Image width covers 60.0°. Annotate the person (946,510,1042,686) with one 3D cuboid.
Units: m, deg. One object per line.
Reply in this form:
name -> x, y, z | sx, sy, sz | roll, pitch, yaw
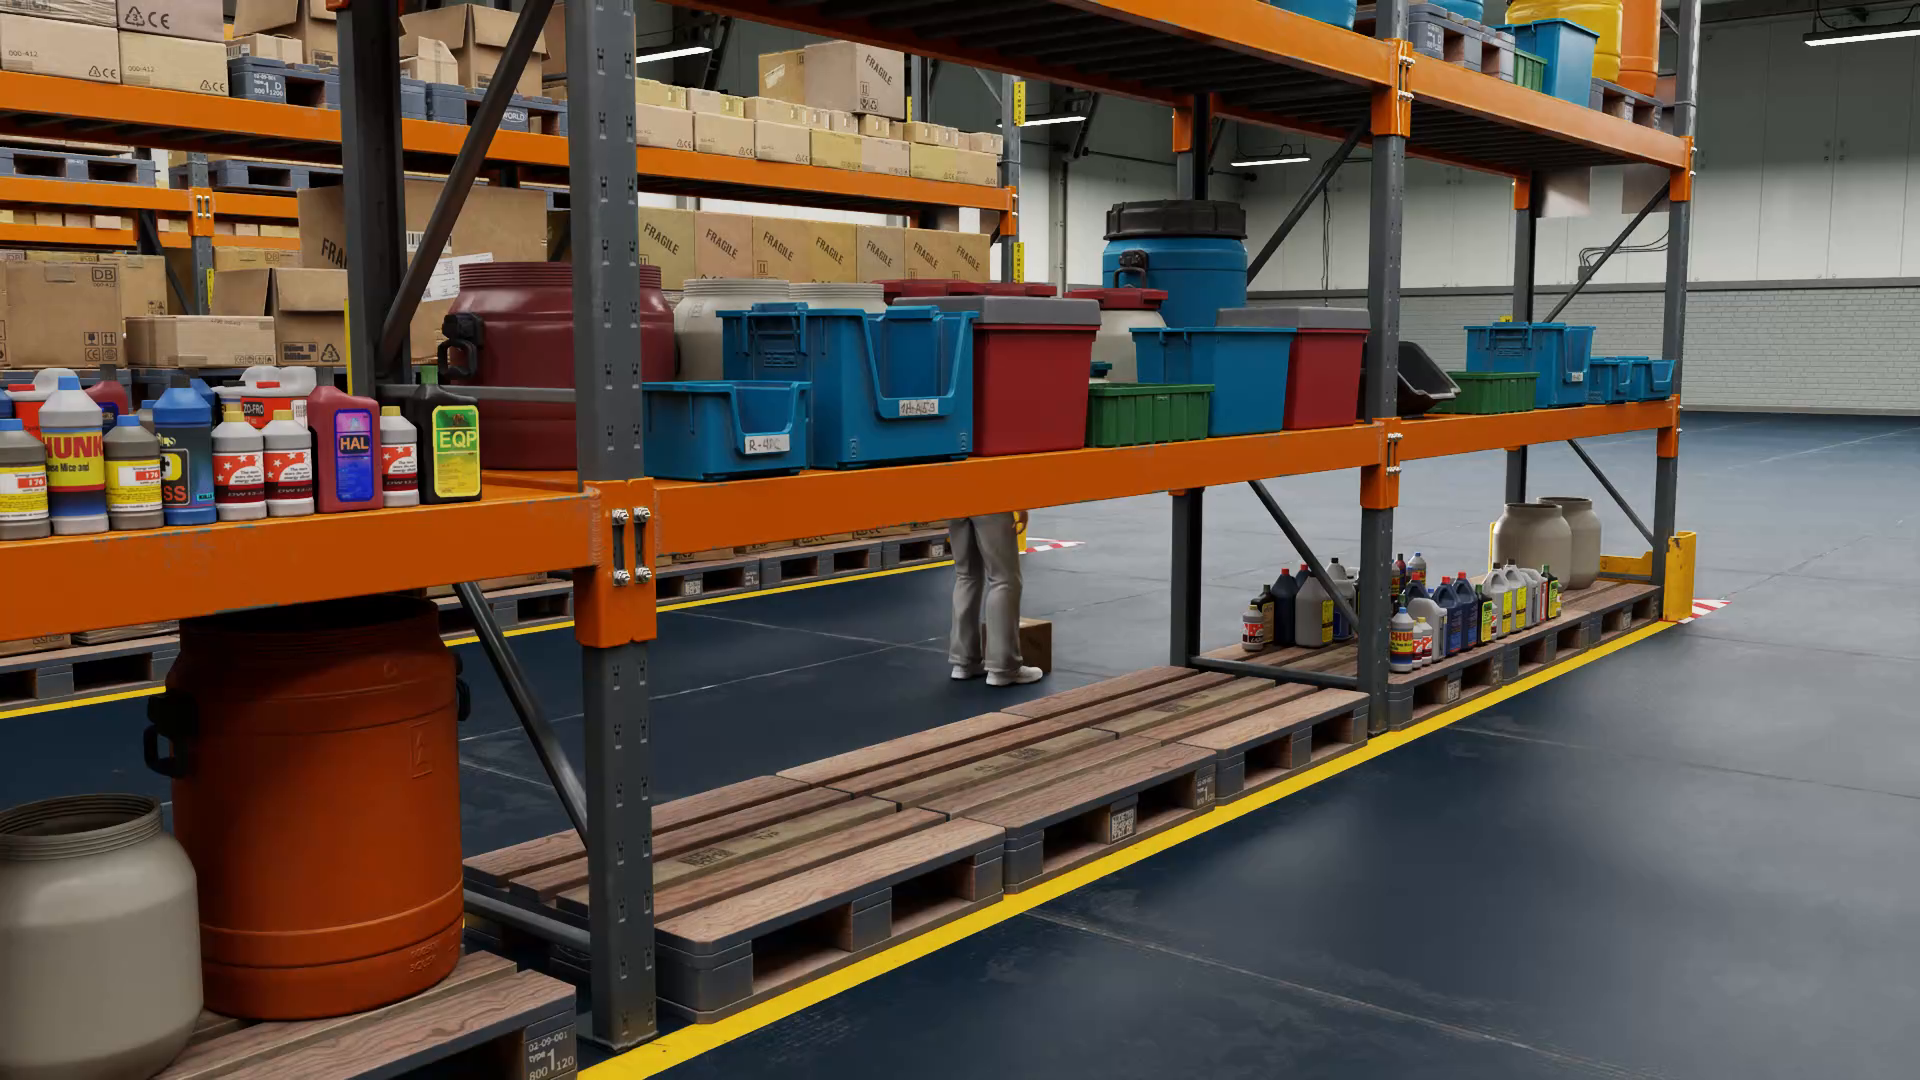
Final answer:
person -> 0.117, -0.141, 8.034 | 0.514, 1.648, 0.360 | 6, 9, 40
